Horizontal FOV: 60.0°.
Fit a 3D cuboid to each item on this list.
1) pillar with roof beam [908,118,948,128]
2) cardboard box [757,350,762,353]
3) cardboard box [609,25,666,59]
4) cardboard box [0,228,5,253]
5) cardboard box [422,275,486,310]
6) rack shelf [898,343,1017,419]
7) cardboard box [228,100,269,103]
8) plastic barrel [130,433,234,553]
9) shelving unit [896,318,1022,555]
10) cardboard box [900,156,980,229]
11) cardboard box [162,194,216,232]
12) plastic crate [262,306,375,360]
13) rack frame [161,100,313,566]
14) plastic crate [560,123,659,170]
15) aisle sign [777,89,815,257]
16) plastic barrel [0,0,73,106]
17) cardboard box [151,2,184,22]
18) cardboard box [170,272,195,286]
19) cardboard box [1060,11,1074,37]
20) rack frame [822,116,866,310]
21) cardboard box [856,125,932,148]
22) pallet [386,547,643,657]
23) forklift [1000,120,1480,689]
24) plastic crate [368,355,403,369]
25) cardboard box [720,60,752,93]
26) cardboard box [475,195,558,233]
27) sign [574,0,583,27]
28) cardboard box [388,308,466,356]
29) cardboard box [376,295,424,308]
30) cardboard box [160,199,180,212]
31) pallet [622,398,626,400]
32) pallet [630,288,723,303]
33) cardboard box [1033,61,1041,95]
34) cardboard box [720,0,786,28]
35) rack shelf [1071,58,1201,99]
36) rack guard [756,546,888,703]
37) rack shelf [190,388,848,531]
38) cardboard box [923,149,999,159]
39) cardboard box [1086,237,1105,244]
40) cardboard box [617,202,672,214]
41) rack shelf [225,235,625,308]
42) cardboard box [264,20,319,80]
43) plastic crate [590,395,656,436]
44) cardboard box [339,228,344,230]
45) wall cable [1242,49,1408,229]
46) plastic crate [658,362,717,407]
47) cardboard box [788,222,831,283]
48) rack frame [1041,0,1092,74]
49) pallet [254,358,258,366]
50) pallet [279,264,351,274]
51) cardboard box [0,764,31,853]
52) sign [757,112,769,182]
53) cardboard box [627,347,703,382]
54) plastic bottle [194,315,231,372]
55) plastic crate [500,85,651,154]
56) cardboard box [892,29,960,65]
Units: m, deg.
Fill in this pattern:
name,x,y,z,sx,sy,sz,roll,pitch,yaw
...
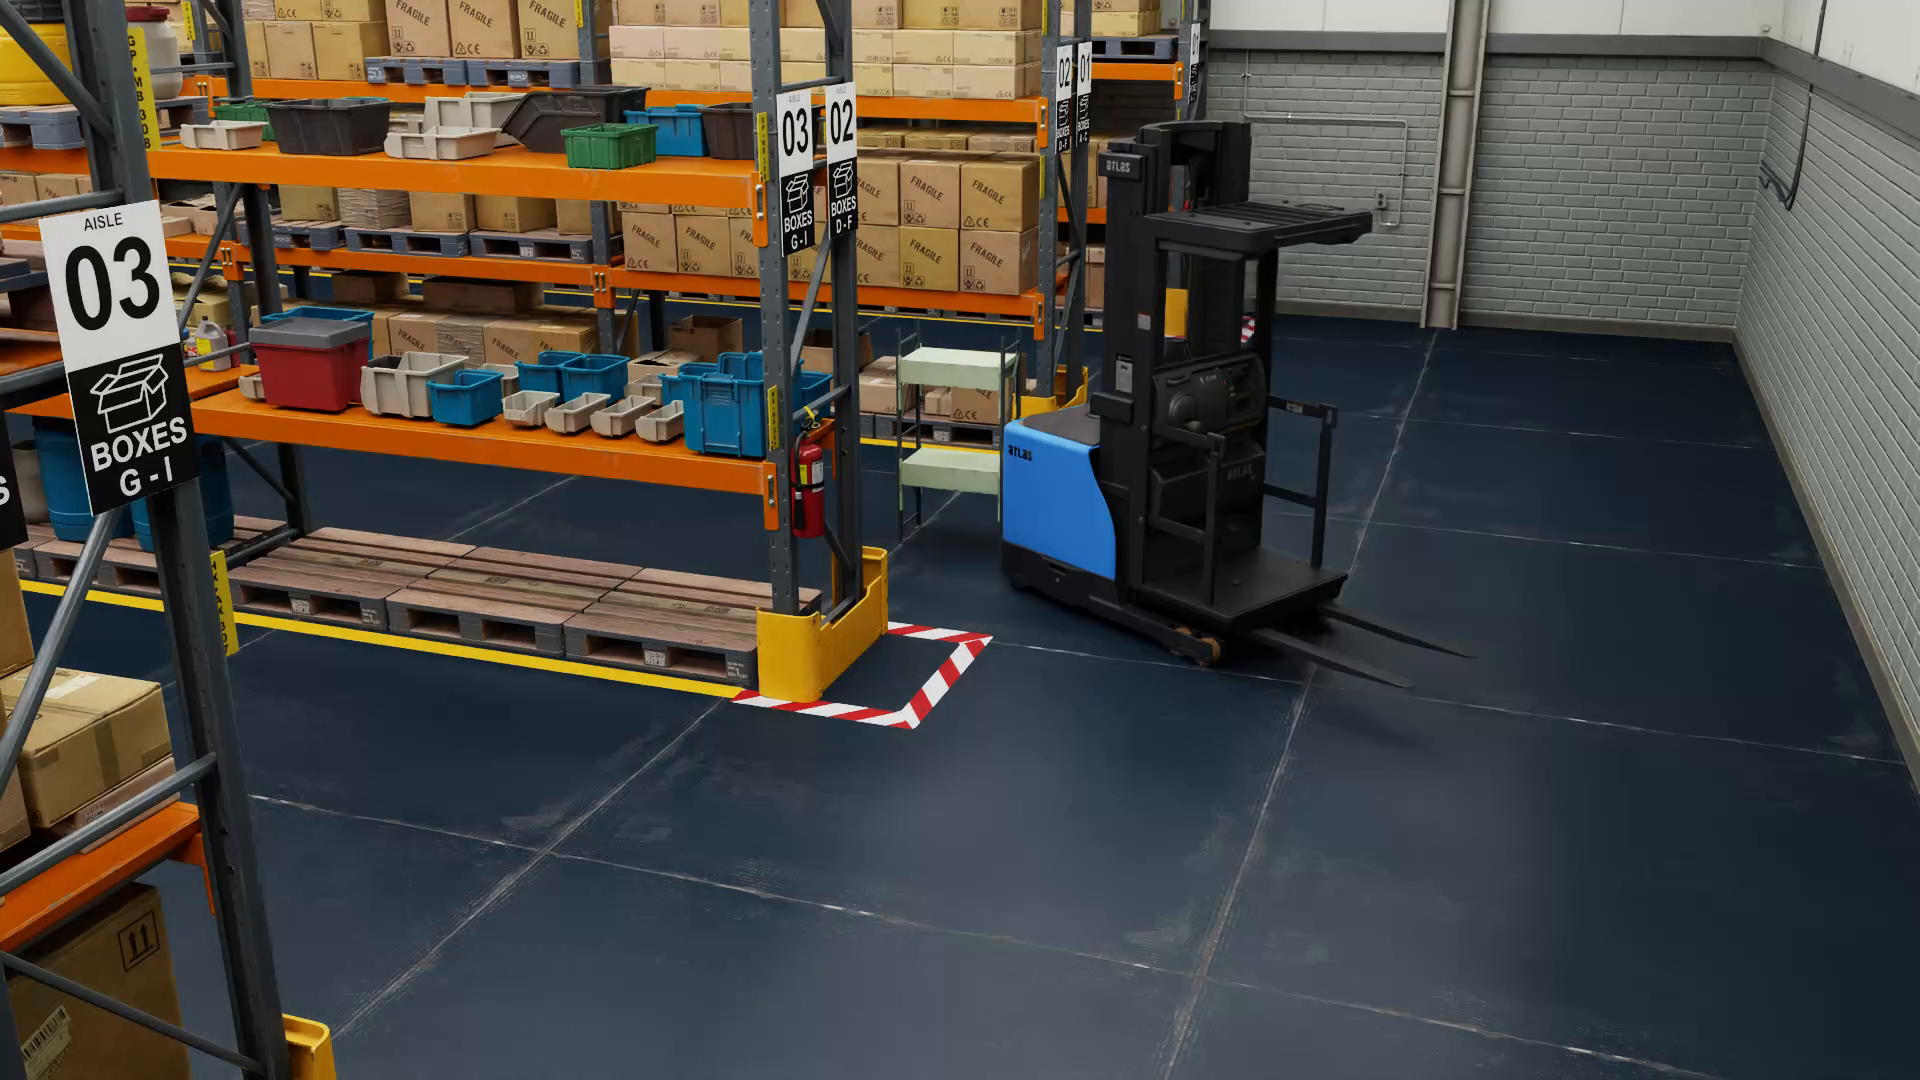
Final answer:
name,x,y,z,sx,sy,sz,roll,pitch,yaw
pillar with roof beam,-1.790,-5.922,14.895,0.400,9.000,9.100,7,20,18
cardboard box,-1.605,-1.578,14.962,0.500,0.311,0.500,7,20,18
cardboard box,-2.567,-4.146,13.824,0.500,0.250,0.500,7,20,18
cardboard box,-2.929,-0.931,4.191,0.500,0.500,0.700,5,20,15
cardboard box,-4.740,-2.366,15.795,0.500,0.250,0.500,6,20,17
rack shelf,-0.006,-1.077,11.203,0.720,0.370,0.431,7,20,18
cardboard box,-9.255,-5.507,21.876,0.500,0.500,0.500,6,20,17
plastic barrel,-5.082,-0.426,10.791,0.708,0.901,0.600,7,20,18
shelving unit,-0.006,-0.709,11.331,0.755,1.500,0.431,7,20,18
cardboard box,-0.154,-2.798,13.376,0.500,0.500,0.500,7,20,20
cardboard box,-7.504,-3.241,16.452,0.500,0.311,0.500,6,20,17
plastic crate,-4.021,-1.231,10.483,0.575,0.384,0.392,7,20,18
rack frame,-4.574,-1.154,10.331,0.127,3.000,1.000,7,20,18
plastic crate,-1.821,-2.056,8.683,0.336,0.188,0.450,7,20,18
aisle sign,-0.823,-1.851,8.379,0.004,0.787,0.394,7,20,18
plastic barrel,-5.502,-2.893,9.838,0.600,0.588,0.600,0,19,0
cardboard box,-9.911,-6.608,21.237,0.500,0.500,0.500,5,20,13
cardboard box,-8.101,-2.549,17.018,0.500,0.311,0.500,6,20,17
cardboard box,1.185,-5.446,17.524,0.500,0.250,0.500,6,20,16
rack frame,-1.323,-4.235,19.167,0.127,3.000,1.000,7,20,18
cardboard box,-0.815,-4.313,18.935,0.700,0.700,0.980,7,20,19
pallet,-2.710,0.361,10.220,1.213,0.211,1.003,7,20,18
forklift,1.603,-0.848,9.557,1.130,2.935,3.031,-16,25,-38
plastic crate,-3.428,-1.015,10.259,0.590,0.125,0.437,7,20,18
cardboard box,-1.624,-3.800,13.592,0.500,0.250,0.500,7,20,18
cardboard box,-3.989,-3.115,15.165,0.500,0.500,0.700,10,22,27
sign,-3.123,-4.368,13.608,0.005,0.325,0.100,7,20,18
cardboard box,-4.924,-1.850,15.456,0.500,0.500,0.500,6,20,16
cardboard box,-5.274,-2.069,16.085,0.500,0.500,0.500,6,20,16
cardboard box,-10.819,-4.299,22.482,0.500,0.500,0.700,5,20,15
pallet,-2.296,-1.303,14.993,1.213,0.211,1.003,7,20,18
pallet,-3.232,-3.109,20.175,1.213,0.211,1.003,7,20,18
cardboard box,0.432,-3.742,13.425,0.500,0.250,0.500,7,20,18
cardboard box,-1.573,-4.439,13.525,0.500,0.500,0.700,7,20,18
rack shelf,0.567,-5.095,18.172,4.000,0.370,1.077,7,20,18
rack guard,-0.768,0.457,9.507,0.348,0.500,1.175,7,20,18
rack shelf,-2.684,-0.599,9.829,4.000,0.370,1.077,7,20,18
cardboard box,0.005,-2.965,13.855,0.500,0.500,0.500,7,20,19
cardboard box,1.467,-3.274,18.587,0.250,0.149,0.380,7,20,18
cardboard box,-2.592,-3.075,14.170,0.500,0.500,0.500,7,20,19
rack shelf,-4.834,-2.570,15.486,4.000,0.370,1.077,7,20,18
cardboard box,-5.818,-4.498,15.214,0.500,0.500,0.910,7,20,18
plastic crate,-1.894,-0.694,9.318,0.243,0.136,0.396,7,20,18
cardboard box,-7.674,-4.012,21.657,0.500,0.500,0.700,6,20,17
wall cable,3.976,-4.438,18.208,1.851,1.984,0.084,7,20,18
plastic crate,-1.542,-0.872,9.683,0.300,0.233,0.416,7,20,18
cardboard box,-1.115,-2.438,13.861,0.500,0.500,0.500,6,20,17
rack frame,0.834,-5.095,12.521,0.127,3.000,1.000,7,20,18
pallet,-6.030,-1.717,16.181,1.213,0.211,1.003,7,20,18
pallet,-8.144,-3.698,21.866,1.213,0.211,1.003,7,20,18
cardboard box,-2.966,0.778,4.562,0.500,0.250,0.500,6,20,17
sign,-0.960,-1.916,8.119,0.005,0.325,0.100,7,20,18
cardboard box,-2.619,-1.520,14.795,0.500,0.311,0.500,7,20,18
plastic bottle,-4.838,-1.274,10.749,0.185,0.351,0.144,7,20,18
plastic crate,-2.148,-2.360,9.326,0.767,0.338,0.504,7,20,18
cardboard box,-0.208,-3.874,13.043,0.500,0.250,0.500,7,20,18
